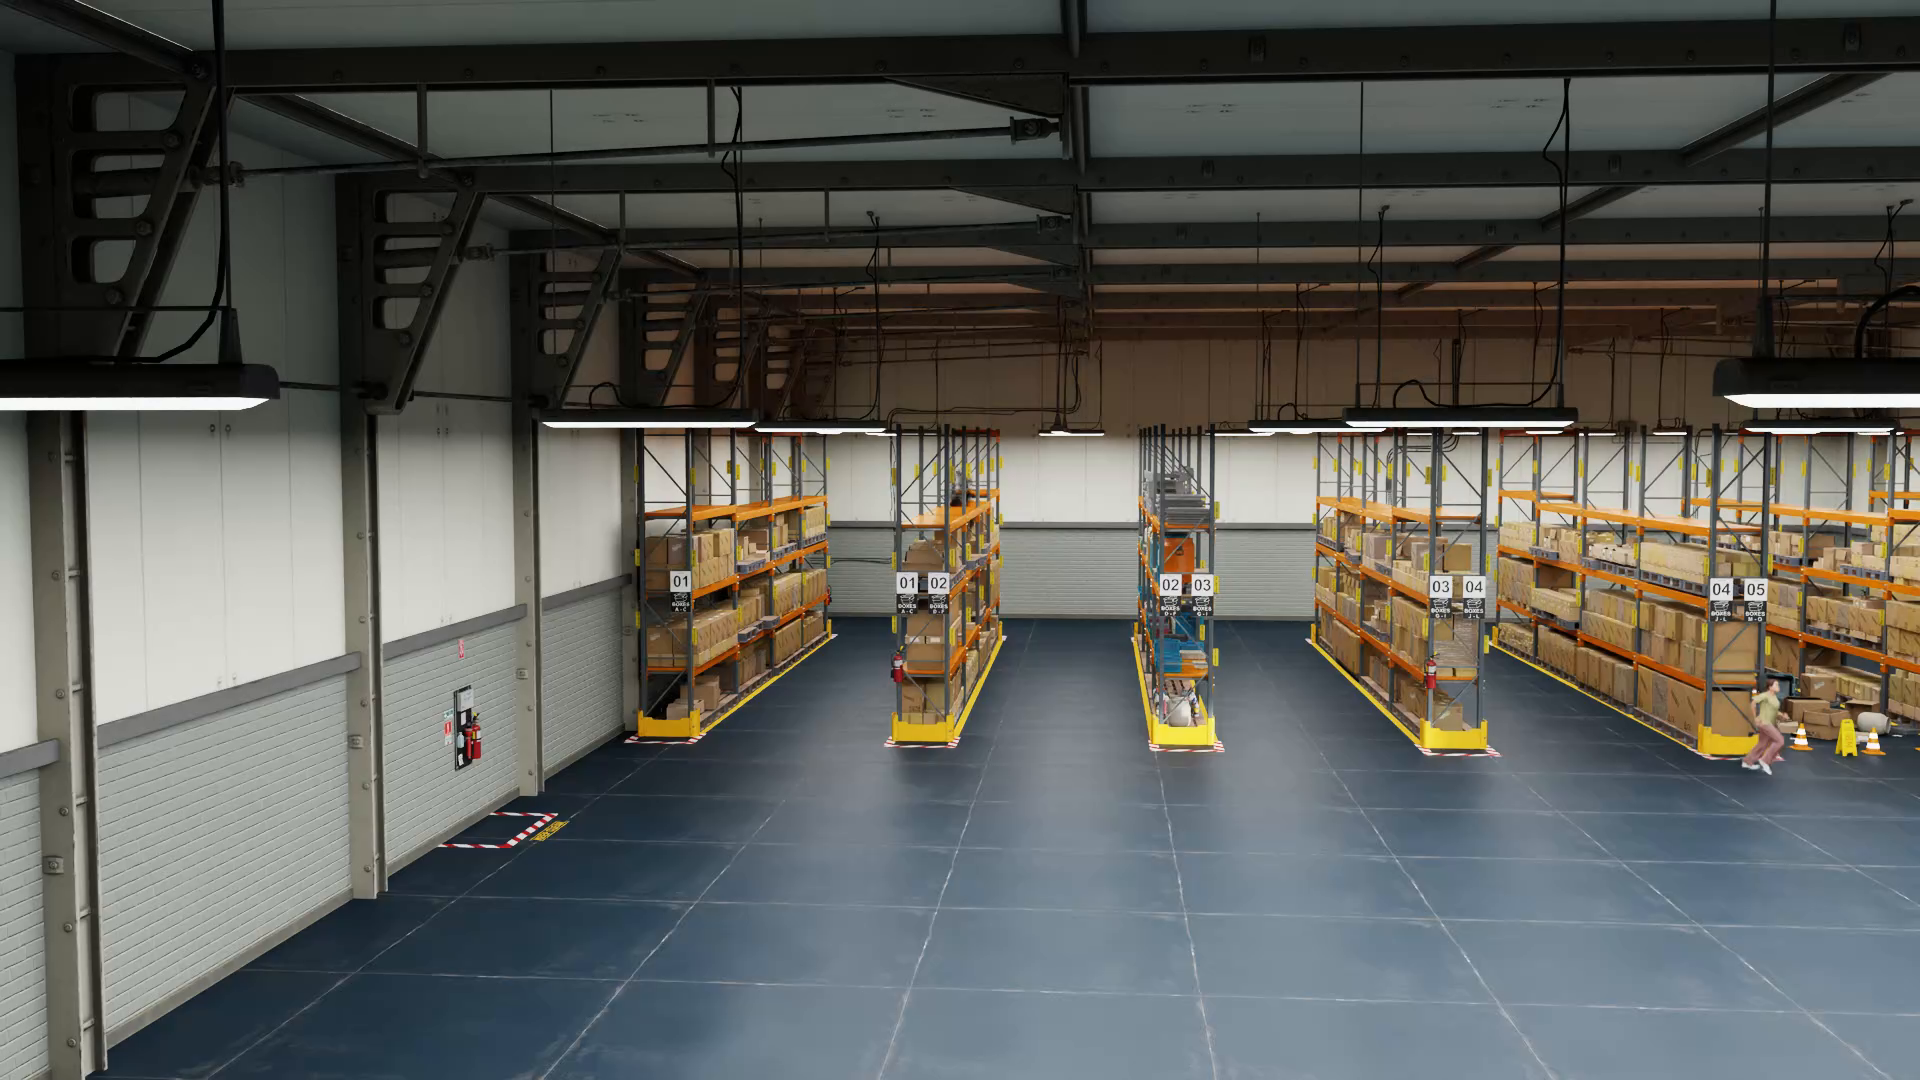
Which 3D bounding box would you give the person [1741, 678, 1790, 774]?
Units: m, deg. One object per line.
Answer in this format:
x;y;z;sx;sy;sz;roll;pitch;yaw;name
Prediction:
13.794;3.170;28.465;0.749;1.639;0.499;3;5;42;person

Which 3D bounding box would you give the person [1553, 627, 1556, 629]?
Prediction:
17.048;2.019;47.248;0.780;1.638;0.632;0;3;1;person

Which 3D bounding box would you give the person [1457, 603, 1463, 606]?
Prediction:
13.440;2.147;44.282;0.659;1.798;0.824;1;4;16;person
